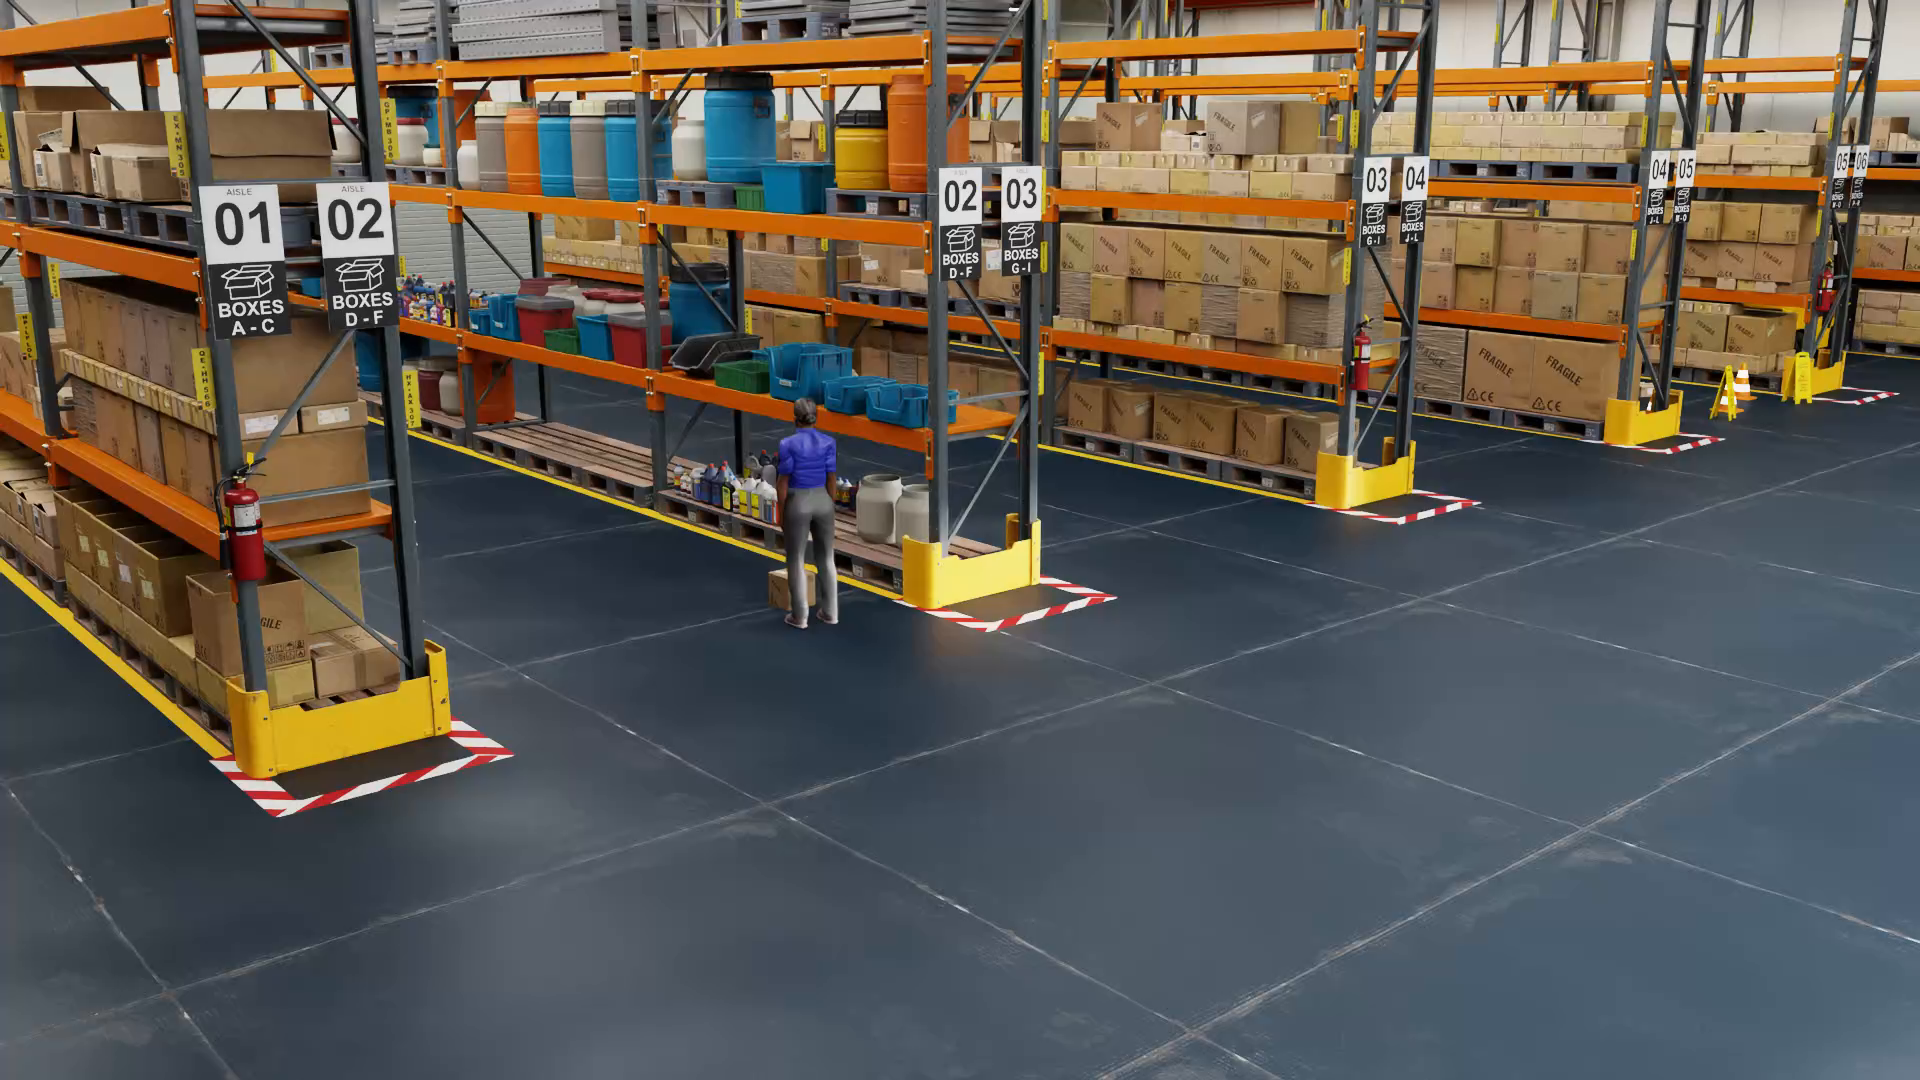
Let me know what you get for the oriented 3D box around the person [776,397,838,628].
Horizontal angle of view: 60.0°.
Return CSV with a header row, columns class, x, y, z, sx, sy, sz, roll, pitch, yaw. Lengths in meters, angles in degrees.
class,x,y,z,sx,sy,sz,roll,pitch,yaw
person,-1.090,-0.200,11.811,0.437,1.656,0.311,-5,15,-19
